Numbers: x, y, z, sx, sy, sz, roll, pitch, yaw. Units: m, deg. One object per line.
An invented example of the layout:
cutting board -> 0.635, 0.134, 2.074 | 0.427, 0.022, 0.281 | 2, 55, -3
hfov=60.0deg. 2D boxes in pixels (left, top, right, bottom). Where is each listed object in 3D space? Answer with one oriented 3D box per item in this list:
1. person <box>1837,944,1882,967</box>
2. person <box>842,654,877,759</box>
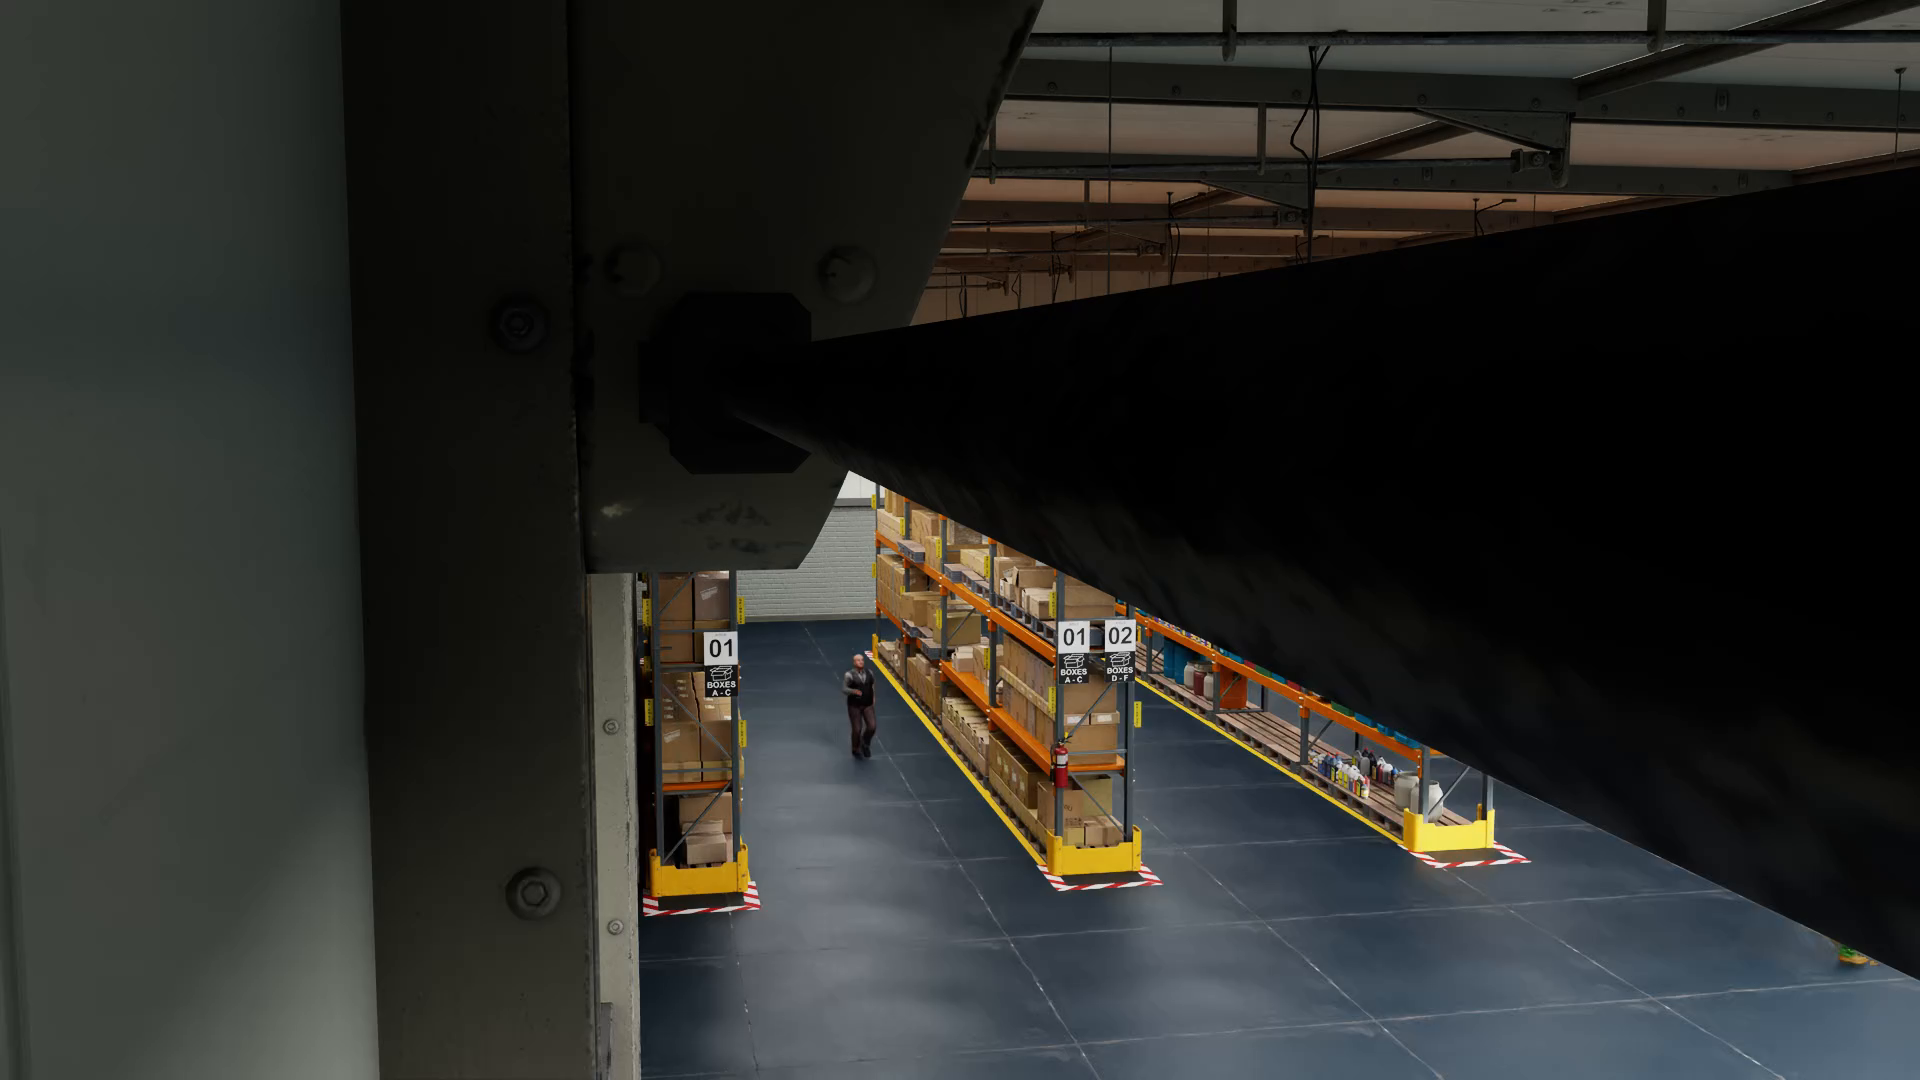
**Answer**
person -> 9.675, 3.648, 17.552 | 0.681, 1.809, 0.635 | 2, 6, 16
person -> -1.588, 2.717, 26.989 | 0.642, 1.717, 0.647 | -2, 6, -22
